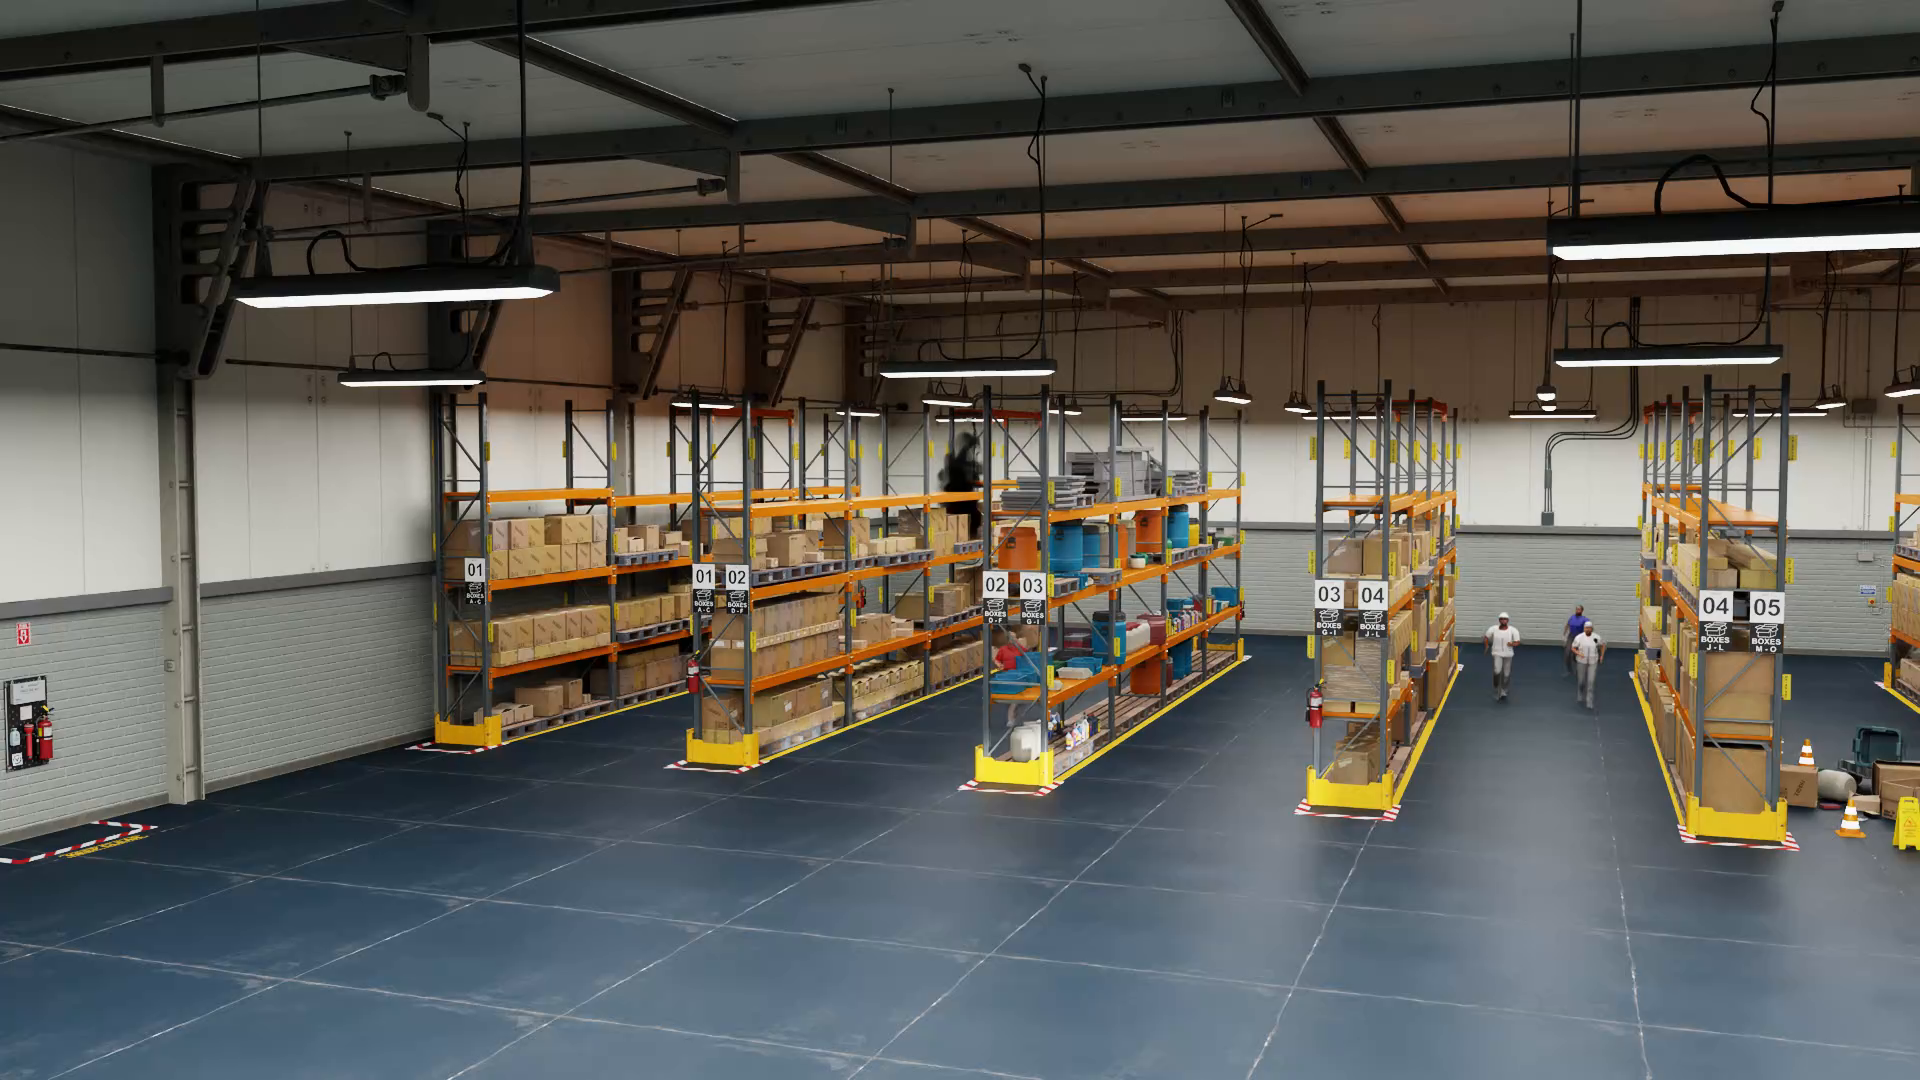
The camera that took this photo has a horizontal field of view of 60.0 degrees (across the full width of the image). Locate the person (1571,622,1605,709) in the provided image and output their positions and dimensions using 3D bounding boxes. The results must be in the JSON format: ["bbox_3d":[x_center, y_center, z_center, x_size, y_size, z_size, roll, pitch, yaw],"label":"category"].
[{"bbox_3d":[12.370,2.438,32.753,0.628,1.684,0.803,1,3,18],"label":"person"}]

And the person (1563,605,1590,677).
[{"bbox_3d":[13.782,2.250,37.090,0.620,1.597,0.610,-3,4,-41],"label":"person"}]

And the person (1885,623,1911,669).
[{"bbox_3d":[20.619,2.207,36.357,0.736,1.813,0.720,2,4,35],"label":"person"}]

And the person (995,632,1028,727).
[{"bbox_3d":[0.968,2.529,30.397,0.670,1.698,0.796,1,3,14],"label":"person"}]

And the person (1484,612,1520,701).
[{"bbox_3d":[10.905,2.344,33.431,0.678,1.782,0.710,1,3,14],"label":"person"}]
